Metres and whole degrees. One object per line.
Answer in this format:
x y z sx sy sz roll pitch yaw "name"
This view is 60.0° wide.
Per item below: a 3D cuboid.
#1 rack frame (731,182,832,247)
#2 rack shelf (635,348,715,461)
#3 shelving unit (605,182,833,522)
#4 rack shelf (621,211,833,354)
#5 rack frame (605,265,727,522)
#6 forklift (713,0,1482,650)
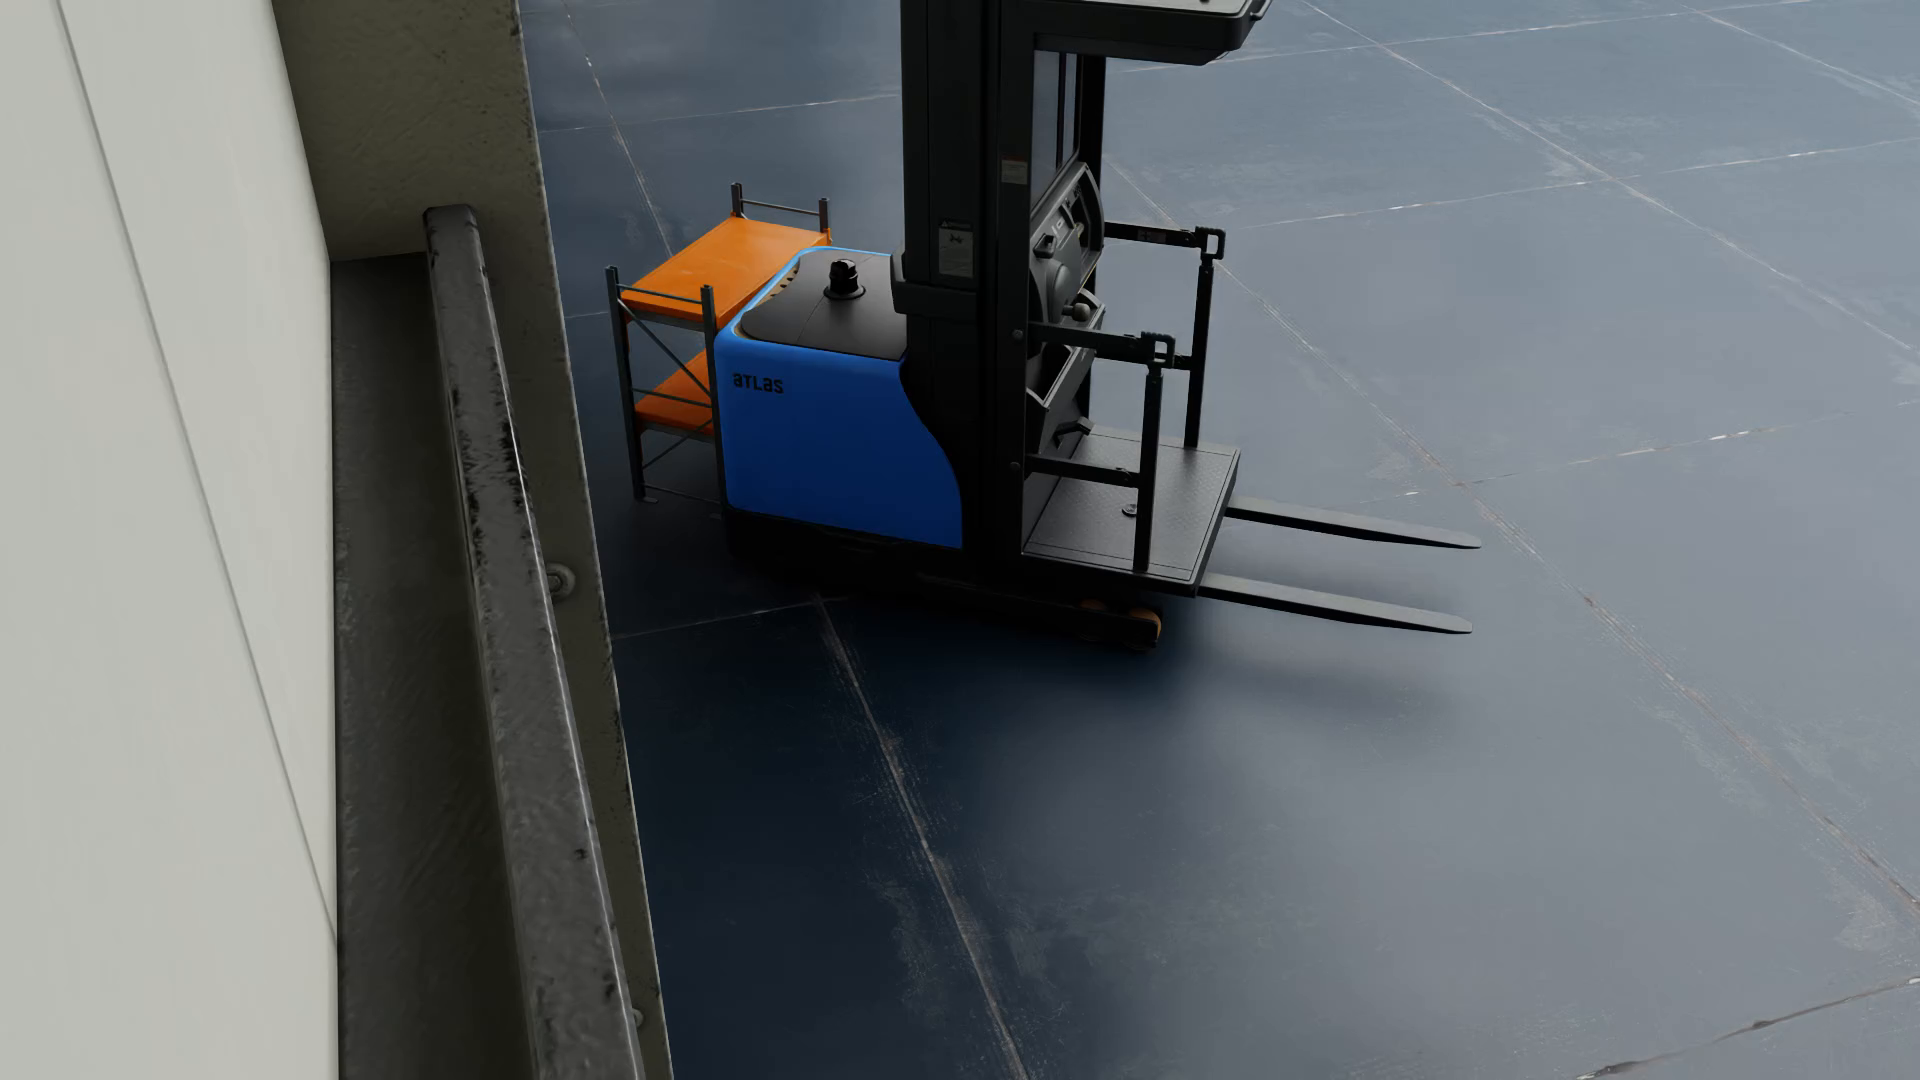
-0.820 -1.119 7.884 0.500 1.125 0.032 14 36 20 "rack frame"
-1.027 -0.658 7.632 0.538 0.278 1.000 14 36 20 "rack shelf"
-1.027 -0.863 7.497 0.538 1.125 1.048 14 36 20 "shelving unit"
-1.027 -1.107 7.336 0.538 0.278 1.000 14 36 20 "rack shelf"
-1.233 -0.606 7.109 0.500 1.125 0.032 14 36 20 "rack frame"
0.594 -1.118 6.245 3.031 2.935 1.130 10 35 15 "forklift"
